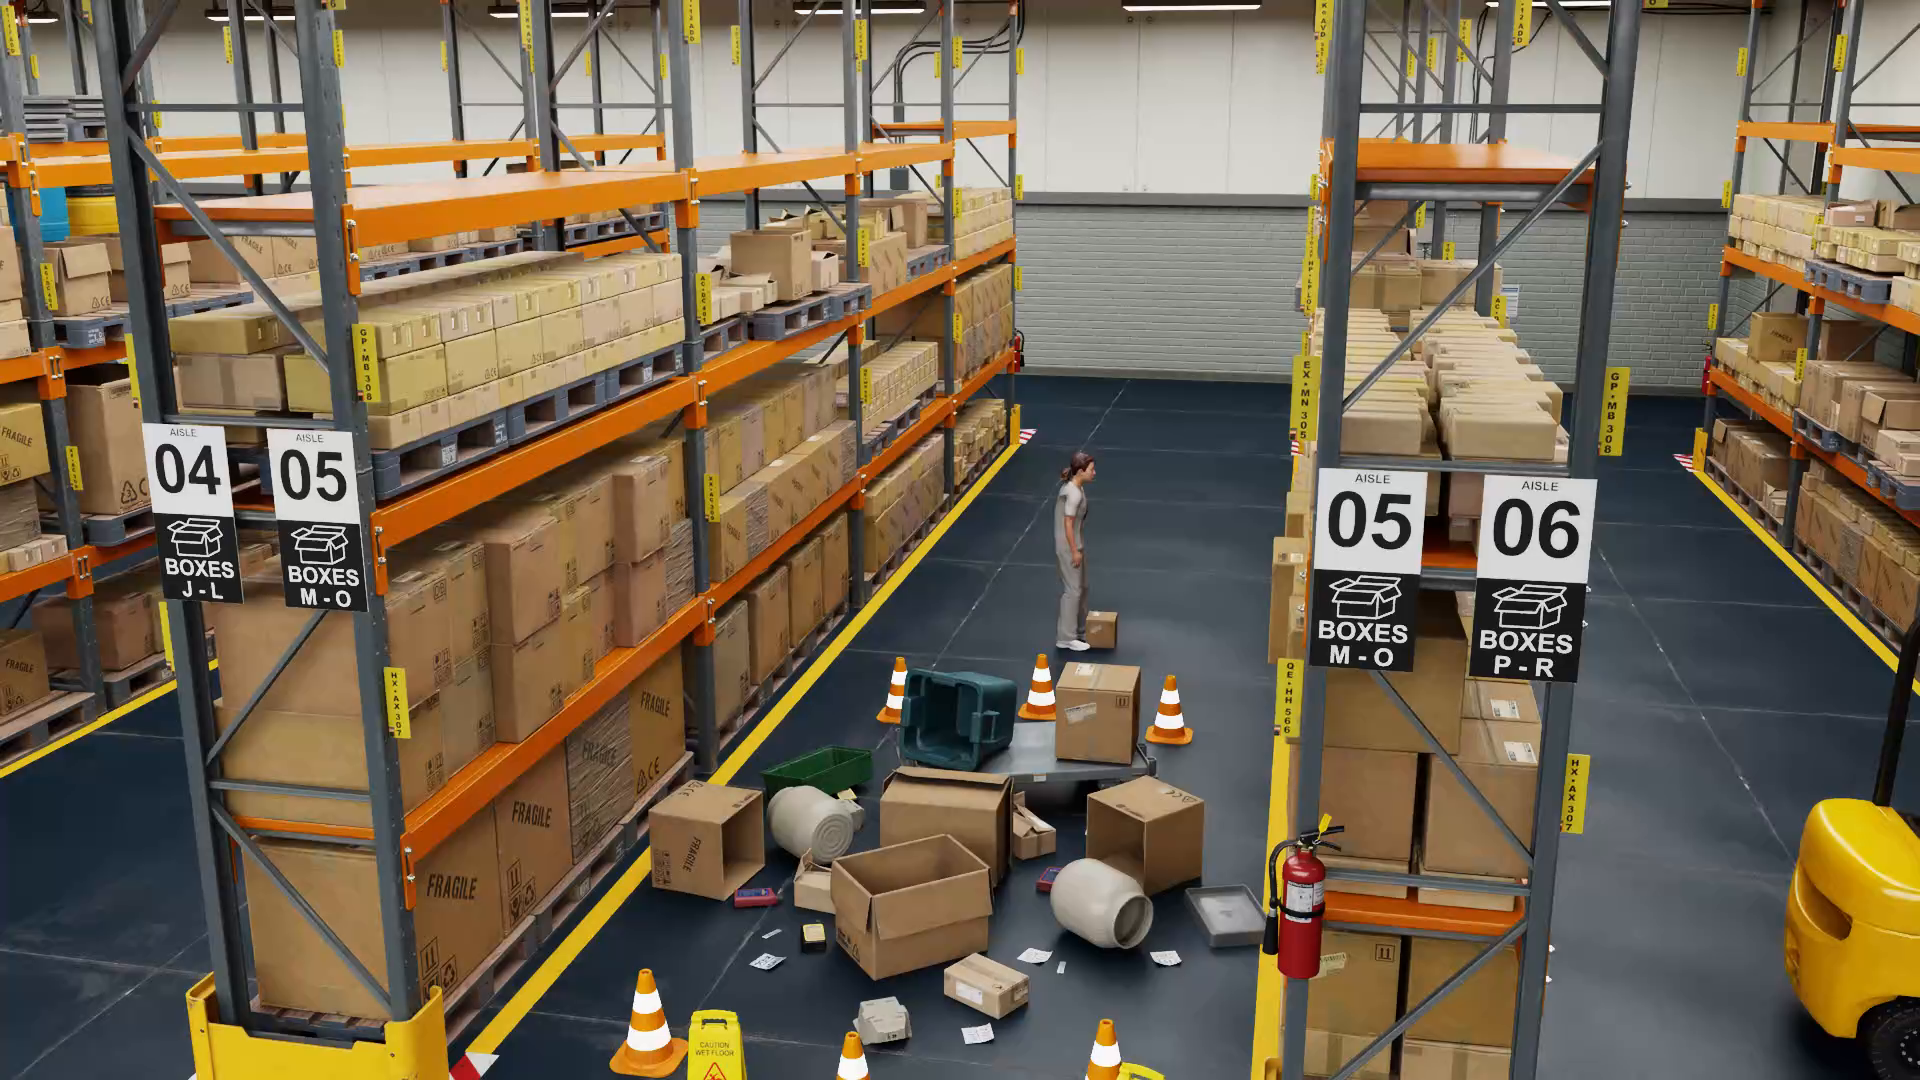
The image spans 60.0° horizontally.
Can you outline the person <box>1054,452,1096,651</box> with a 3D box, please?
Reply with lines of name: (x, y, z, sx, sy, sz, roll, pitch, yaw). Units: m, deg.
person: (1.005, 0.078, 14.222, 0.414, 1.672, 0.514, 2, 15, 8)
